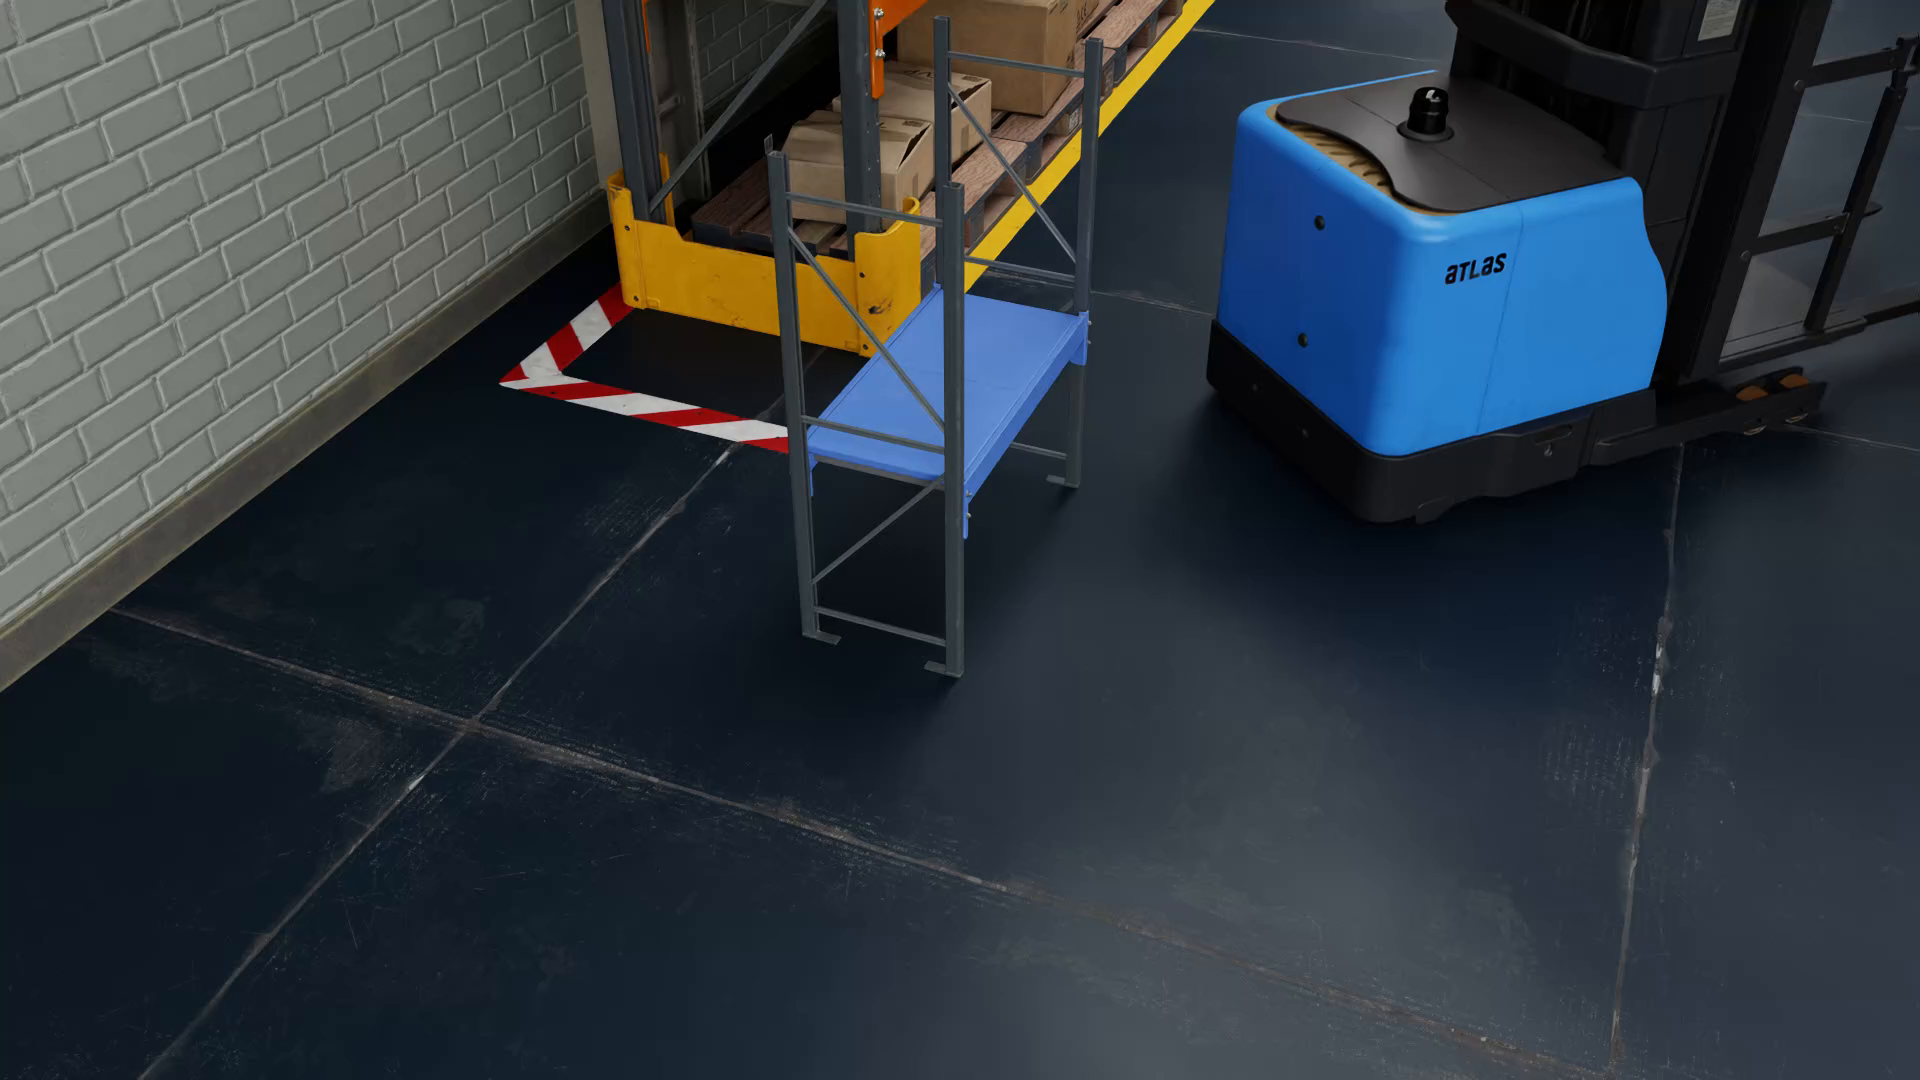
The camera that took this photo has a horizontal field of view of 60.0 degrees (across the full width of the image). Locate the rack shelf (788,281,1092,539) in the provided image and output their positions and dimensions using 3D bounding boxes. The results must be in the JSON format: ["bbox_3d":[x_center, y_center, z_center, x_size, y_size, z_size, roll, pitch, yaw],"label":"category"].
[{"bbox_3d":[-0.032,-0.409,4.845,0.538,0.185,1.000,14,39,18],"label":"rack shelf"}]

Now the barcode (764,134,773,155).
[{"bbox_3d":[-0.779,-1.612,6.771,0.001,0.075,0.075,14,39,18],"label":"barcode"}]

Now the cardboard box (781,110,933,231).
[{"bbox_3d":[-0.416,-1.507,6.639,0.500,0.311,0.500,10,38,13],"label":"cardboard box"}]

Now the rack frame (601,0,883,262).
[{"bbox_3d":[-0.763,-2.045,5.480,1.000,3.000,0.127,14,39,18],"label":"rack frame"}]

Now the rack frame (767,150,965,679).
[{"bbox_3d":[-0.226,-0.272,4.361,0.500,1.500,0.032,14,39,18],"label":"rack frame"}]

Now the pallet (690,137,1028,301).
[{"bbox_3d":[-0.392,-1.412,6.963,1.003,0.211,1.213,14,39,18],"label":"pallet"}]

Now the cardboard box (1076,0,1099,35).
[{"bbox_3d":[0.401,-2.851,8.279,0.500,0.500,0.500,11,38,14],"label":"cardboard box"}]

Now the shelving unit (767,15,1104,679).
[{"bbox_3d":[-0.032,-0.554,4.738,0.538,1.500,1.048,14,39,18],"label":"shelving unit"}]

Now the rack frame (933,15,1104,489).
[{"bbox_3d":[0.161,-0.835,5.114,0.500,1.500,0.032,14,39,18],"label":"rack frame"}]

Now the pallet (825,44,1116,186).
[{"bbox_3d":[0.074,-2.085,7.863,1.003,0.211,1.213,14,39,18],"label":"pallet"}]

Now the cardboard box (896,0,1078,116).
[{"bbox_3d":[0.126,-2.293,7.533,0.700,0.500,0.500,11,38,15],"label":"cardboard box"}]

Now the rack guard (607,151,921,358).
[{"bbox_3d":[-0.734,-1.086,6.285,1.175,0.500,0.348,14,39,18],"label":"rack guard"}]

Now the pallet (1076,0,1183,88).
[{"bbox_3d":[0.536,-2.763,8.770,1.003,0.211,1.213,14,39,18],"label":"pallet"}]

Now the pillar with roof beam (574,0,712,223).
[{"bbox_3d":[2.685,-4.052,3.155,9.100,9.000,0.400,14,39,18],"label":"pillar with roof beam"}]

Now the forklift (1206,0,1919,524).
[{"bbox_3d":[2.435,-1.808,5.221,3.031,2.935,1.130,-15,39,-19],"label":"forklift"}]

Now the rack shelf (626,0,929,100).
[{"bbox_3d":[-0.002,-2.864,7.177,1.077,0.370,4.000,14,39,18],"label":"rack shelf"}]

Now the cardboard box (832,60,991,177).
[{"bbox_3d":[-0.199,-1.822,7.061,0.500,0.311,0.500,17,40,21],"label":"cardboard box"}]
